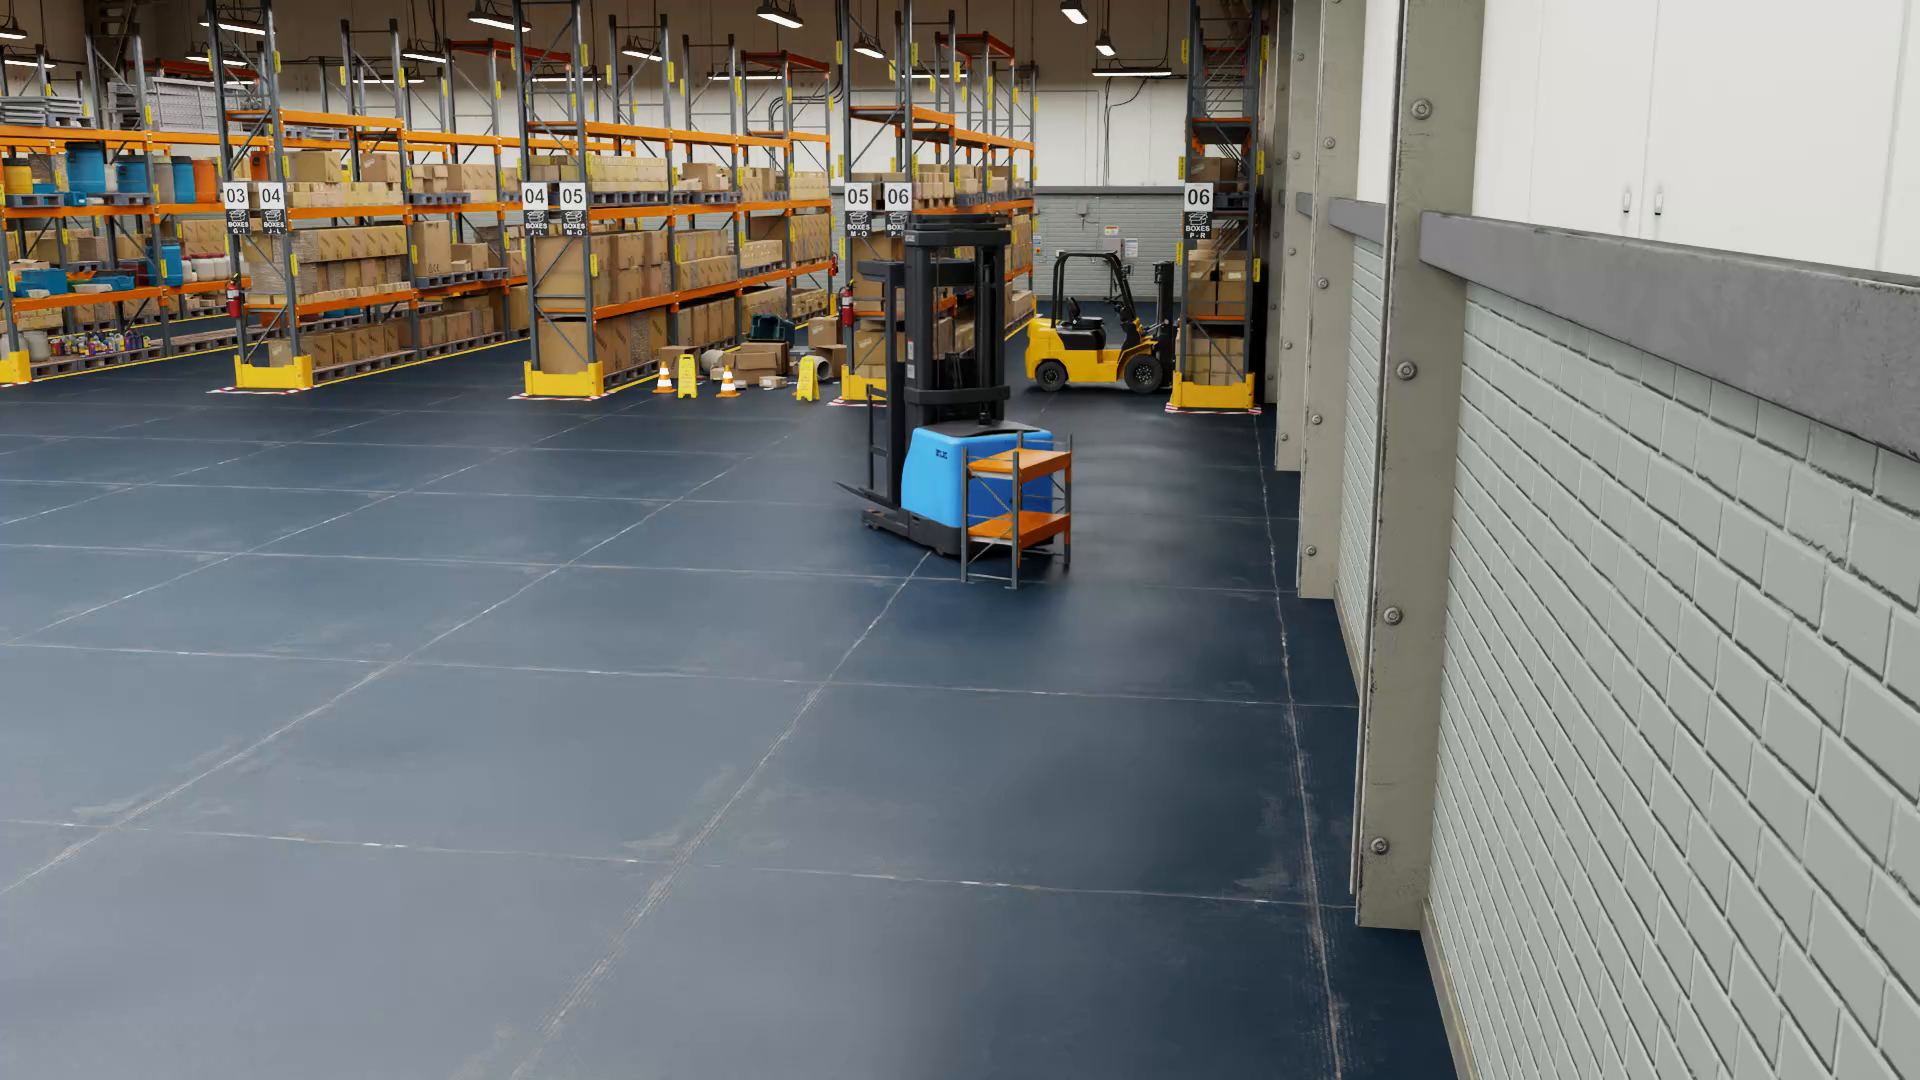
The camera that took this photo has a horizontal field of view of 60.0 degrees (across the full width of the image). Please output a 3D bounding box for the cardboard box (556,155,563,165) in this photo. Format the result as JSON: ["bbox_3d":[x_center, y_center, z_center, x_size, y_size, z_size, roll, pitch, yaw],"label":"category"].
[{"bbox_3d":[-6.352,-5.850,25.623,0.380,0.149,0.250,2,12,9],"label":"cardboard box"}]

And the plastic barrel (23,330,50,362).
[{"bbox_3d":[-15.785,-3.304,28.371,0.421,0.512,0.421,0,12,0],"label":"plastic barrel"}]

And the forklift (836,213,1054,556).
[{"bbox_3d":[-0.285,-1.563,15.546,1.130,2.935,3.031,-6,14,-26],"label":"forklift"}]

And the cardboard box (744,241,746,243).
[{"bbox_3d":[-4.857,-6.422,36.116,0.380,0.149,0.250,2,12,9],"label":"cardboard box"}]

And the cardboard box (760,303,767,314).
[{"bbox_3d":[-4.369,-4.729,35.008,0.500,0.500,0.500,2,12,7],"label":"cardboard box"}]

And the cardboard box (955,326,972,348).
[{"bbox_3d":[-0.296,-3.747,30.757,0.950,0.372,0.625,2,12,11],"label":"cardboard box"}]

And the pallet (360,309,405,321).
[{"bbox_3d":[-13.967,-5.361,39.623,1.003,0.211,1.213,2,12,9],"label":"pallet"}]

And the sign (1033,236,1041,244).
[{"bbox_3d":[2.065,-8.241,45.730,0.327,0.218,0.001,2,12,9],"label":"sign"}]

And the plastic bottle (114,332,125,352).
[{"bbox_3d":[-15.166,-3.574,29.955,0.144,0.351,0.185,2,12,8],"label":"plastic bottle"}]

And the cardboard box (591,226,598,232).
[{"bbox_3d":[-8.738,-7.041,38.672,0.500,0.500,0.500,2,12,9],"label":"cardboard box"}]

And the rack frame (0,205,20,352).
[{"bbox_3d":[-15.888,-4.071,27.022,1.000,3.000,0.127,2,12,9],"label":"rack frame"}]

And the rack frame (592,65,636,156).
[{"bbox_3d":[-8.533,-10.174,41.100,1.000,3.000,0.127,2,12,9],"label":"rack frame"}]

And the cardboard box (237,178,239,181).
[{"bbox_3d":[-18.305,-8.877,41.372,0.500,0.250,0.500,2,12,9],"label":"cardboard box"}]

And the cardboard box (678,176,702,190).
[{"bbox_3d":[-4.996,-6.599,30.716,0.396,0.266,0.258,2,12,9],"label":"cardboard box"}]

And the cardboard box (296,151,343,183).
[{"bbox_3d":[-10.498,-6.116,27.260,0.500,0.500,0.500,2,12,8],"label":"cardboard box"}]

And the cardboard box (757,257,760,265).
[{"bbox_3d":[-4.408,-5.840,34.826,0.380,0.149,0.250,2,12,9],"label":"cardboard box"}]

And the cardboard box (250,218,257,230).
[{"bbox_3d":[-18.194,-7.894,42.150,0.500,0.500,0.500,2,12,10],"label":"cardboard box"}]

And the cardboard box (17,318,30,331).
[{"bbox_3d":[-19.547,-4.430,34.214,0.500,0.250,0.500,2,12,10],"label":"cardboard box"}]

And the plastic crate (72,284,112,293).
[{"bbox_3d":[-15.272,-4.429,29.307,0.530,0.136,0.437,2,12,9],"label":"plastic crate"}]

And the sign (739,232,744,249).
[{"bbox_3d":[-4.329,-5.943,32.959,0.100,0.325,0.005,2,12,9],"label":"sign"}]

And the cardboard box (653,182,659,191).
[{"bbox_3d":[-5.310,-5.967,28.060,0.380,0.149,0.250,2,12,10],"label":"cardboard box"}]

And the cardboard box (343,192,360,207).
[{"bbox_3d":[-10.436,-5.715,27.884,0.500,0.250,0.500,2,12,10],"label":"cardboard box"}]

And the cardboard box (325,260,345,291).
[{"bbox_3d":[-10.804,-4.429,27.740,0.875,0.500,0.500,2,12,9],"label":"cardboard box"}]

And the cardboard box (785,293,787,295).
[{"bbox_3d":[-4.191,-5.734,39.096,0.380,0.149,0.250,2,12,9],"label":"cardboard box"}]

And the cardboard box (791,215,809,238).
[{"bbox_3d":[-3.780,-7.209,38.262,0.500,0.500,0.500,2,12,10],"label":"cardboard box"}]

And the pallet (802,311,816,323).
[{"bbox_3d":[-4.009,-5.260,39.155,1.003,0.211,1.213,2,12,9],"label":"pallet"}]

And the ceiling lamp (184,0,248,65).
[{"bbox_3d":[-16.395,-12.255,36.898,0.800,3.185,2.000,2,12,9],"label":"ceiling lamp"}]

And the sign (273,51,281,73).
[{"bbox_3d":[-10.457,-7.321,25.457,0.100,0.325,0.005,2,12,9],"label":"sign"}]

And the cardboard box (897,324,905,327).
[{"bbox_3d":[-1.174,-3.206,26.758,0.500,0.500,0.500,2,12,7],"label":"cardboard box"}]

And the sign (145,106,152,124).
[{"bbox_3d":[-14.731,-7.714,30.182,0.100,0.325,0.005,2,12,9],"label":"sign"}]

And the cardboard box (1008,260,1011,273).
[{"bbox_3d":[0.824,-5.913,35.923,0.500,0.250,0.500,2,12,7],"label":"cardboard box"}]

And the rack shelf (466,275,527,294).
[{"bbox_3d":[-9.456,-5.641,36.012,1.077,0.370,4.000,2,12,9],"label":"rack shelf"}]

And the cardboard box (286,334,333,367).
[{"bbox_3d":[-10.823,-3.149,27.679,0.500,0.500,0.500,5,13,23],"label":"cardboard box"}]

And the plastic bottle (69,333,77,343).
[{"bbox_3d":[-15.901,-3.542,29.808,0.144,0.351,0.185,2,12,8],"label":"plastic bottle"}]

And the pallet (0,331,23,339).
[{"bbox_3d":[-19.906,-4.112,33.827,1.003,0.211,1.213,2,12,9],"label":"pallet"}]

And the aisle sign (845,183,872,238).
[{"bbox_3d":[-1.498,-4.857,24.497,0.394,0.787,0.004,2,12,9],"label":"aisle sign"}]

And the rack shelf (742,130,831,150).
[{"bbox_3d":[-3.955,-9.223,38.401,1.077,0.370,4.000,2,12,9],"label":"rack shelf"}]

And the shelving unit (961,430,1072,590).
[{"bbox_3d":[0.481,-0.270,13.832,0.538,1.125,1.048,6,14,27],"label":"shelving unit"}]

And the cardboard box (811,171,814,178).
[{"bbox_3d":[-3.636,-8.548,38.896,0.380,0.149,0.250,2,12,10],"label":"cardboard box"}]

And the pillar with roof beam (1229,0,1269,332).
[{"bbox_3d":[2.293,-9.116,36.188,9.100,9.000,0.548,2,12,9],"label":"pillar with roof beam"}]

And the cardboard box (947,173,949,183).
[{"bbox_3d":[-0.384,-6.026,27.676,0.380,0.149,0.250,2,12,7],"label":"cardboard box"}]

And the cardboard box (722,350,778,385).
[{"bbox_3d":[-3.433,-2.817,27.127,0.797,0.503,0.637,-7,14,-30],"label":"cardboard box"}]

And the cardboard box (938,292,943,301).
[{"bbox_3d":[-0.488,-4.011,27.339,0.380,0.149,0.250,2,12,8],"label":"cardboard box"}]

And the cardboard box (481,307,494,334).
[{"bbox_3d":[-9.847,-4.429,33.571,0.700,0.500,0.500,1,12,6],"label":"cardboard box"}]

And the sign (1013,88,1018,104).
[{"bbox_3d":[1.182,-9.501,35.569,0.100,0.325,0.005,2,12,9],"label":"sign"}]

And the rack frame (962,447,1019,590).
[{"bbox_3d":[0.242,-0.175,13.394,0.500,1.125,0.032,6,14,27],"label":"rack frame"}]

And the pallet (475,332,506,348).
[{"bbox_3d":[-9.885,-4.050,33.544,1.003,0.211,1.213,2,12,9],"label":"pallet"}]

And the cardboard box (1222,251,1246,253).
[{"bbox_3d":[4.489,-4.647,27.208,0.380,0.149,0.250,2,12,7],"label":"cardboard box"}]

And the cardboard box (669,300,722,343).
[{"bbox_3d":[-5.191,-4.194,31.934,1.050,0.750,0.750,2,12,10],"label":"cardboard box"}]

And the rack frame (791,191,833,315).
[{"bbox_3d":[-3.647,-7.060,40.889,1.000,3.000,0.127,2,12,9],"label":"rack frame"}]
